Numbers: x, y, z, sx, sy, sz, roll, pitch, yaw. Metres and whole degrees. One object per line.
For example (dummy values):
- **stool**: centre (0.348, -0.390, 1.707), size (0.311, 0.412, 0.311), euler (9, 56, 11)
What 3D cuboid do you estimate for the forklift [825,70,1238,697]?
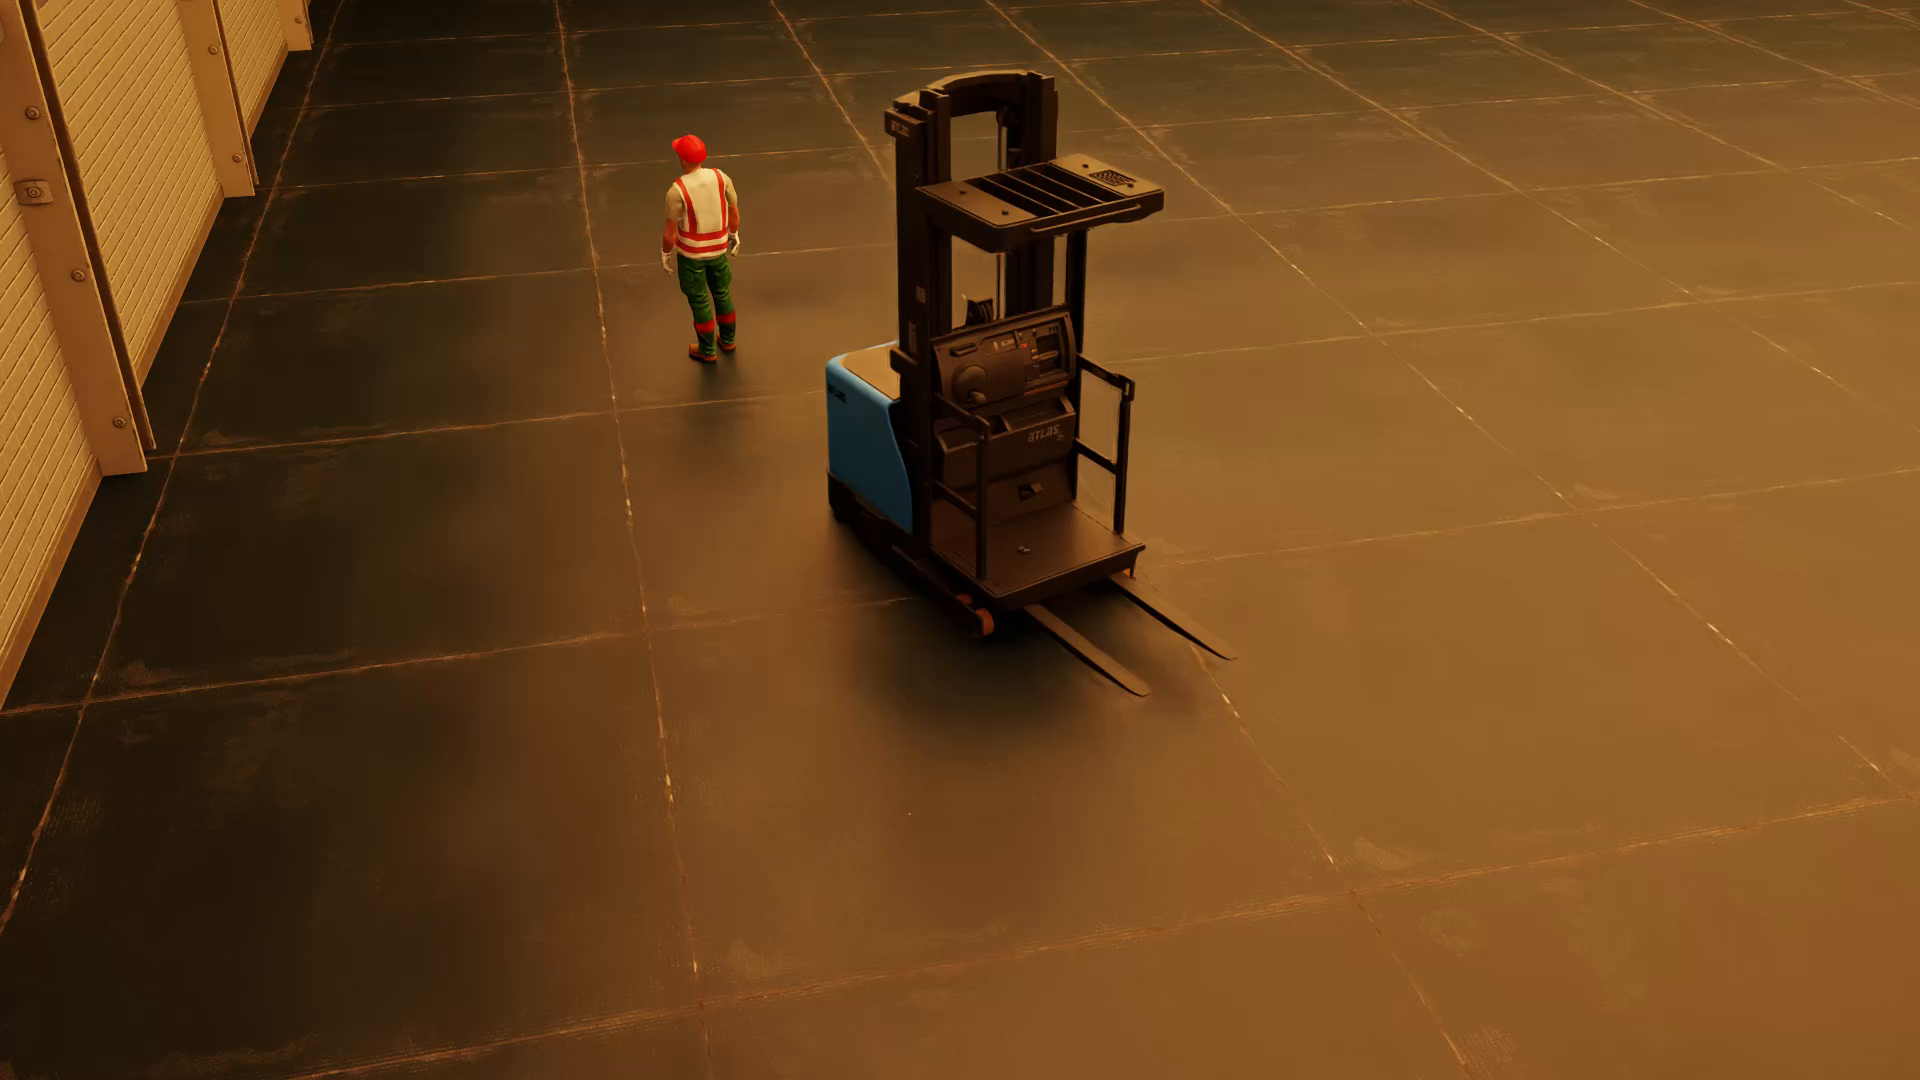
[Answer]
- **forklift**: centre (0.381, -0.984, 9.275), size (1.130, 2.935, 3.031), euler (-19, 35, -29)

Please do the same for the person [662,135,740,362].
- **person**: centre (-1.972, -2.207, 12.513), size (0.638, 1.787, 0.564), euler (-18, 35, -28)
